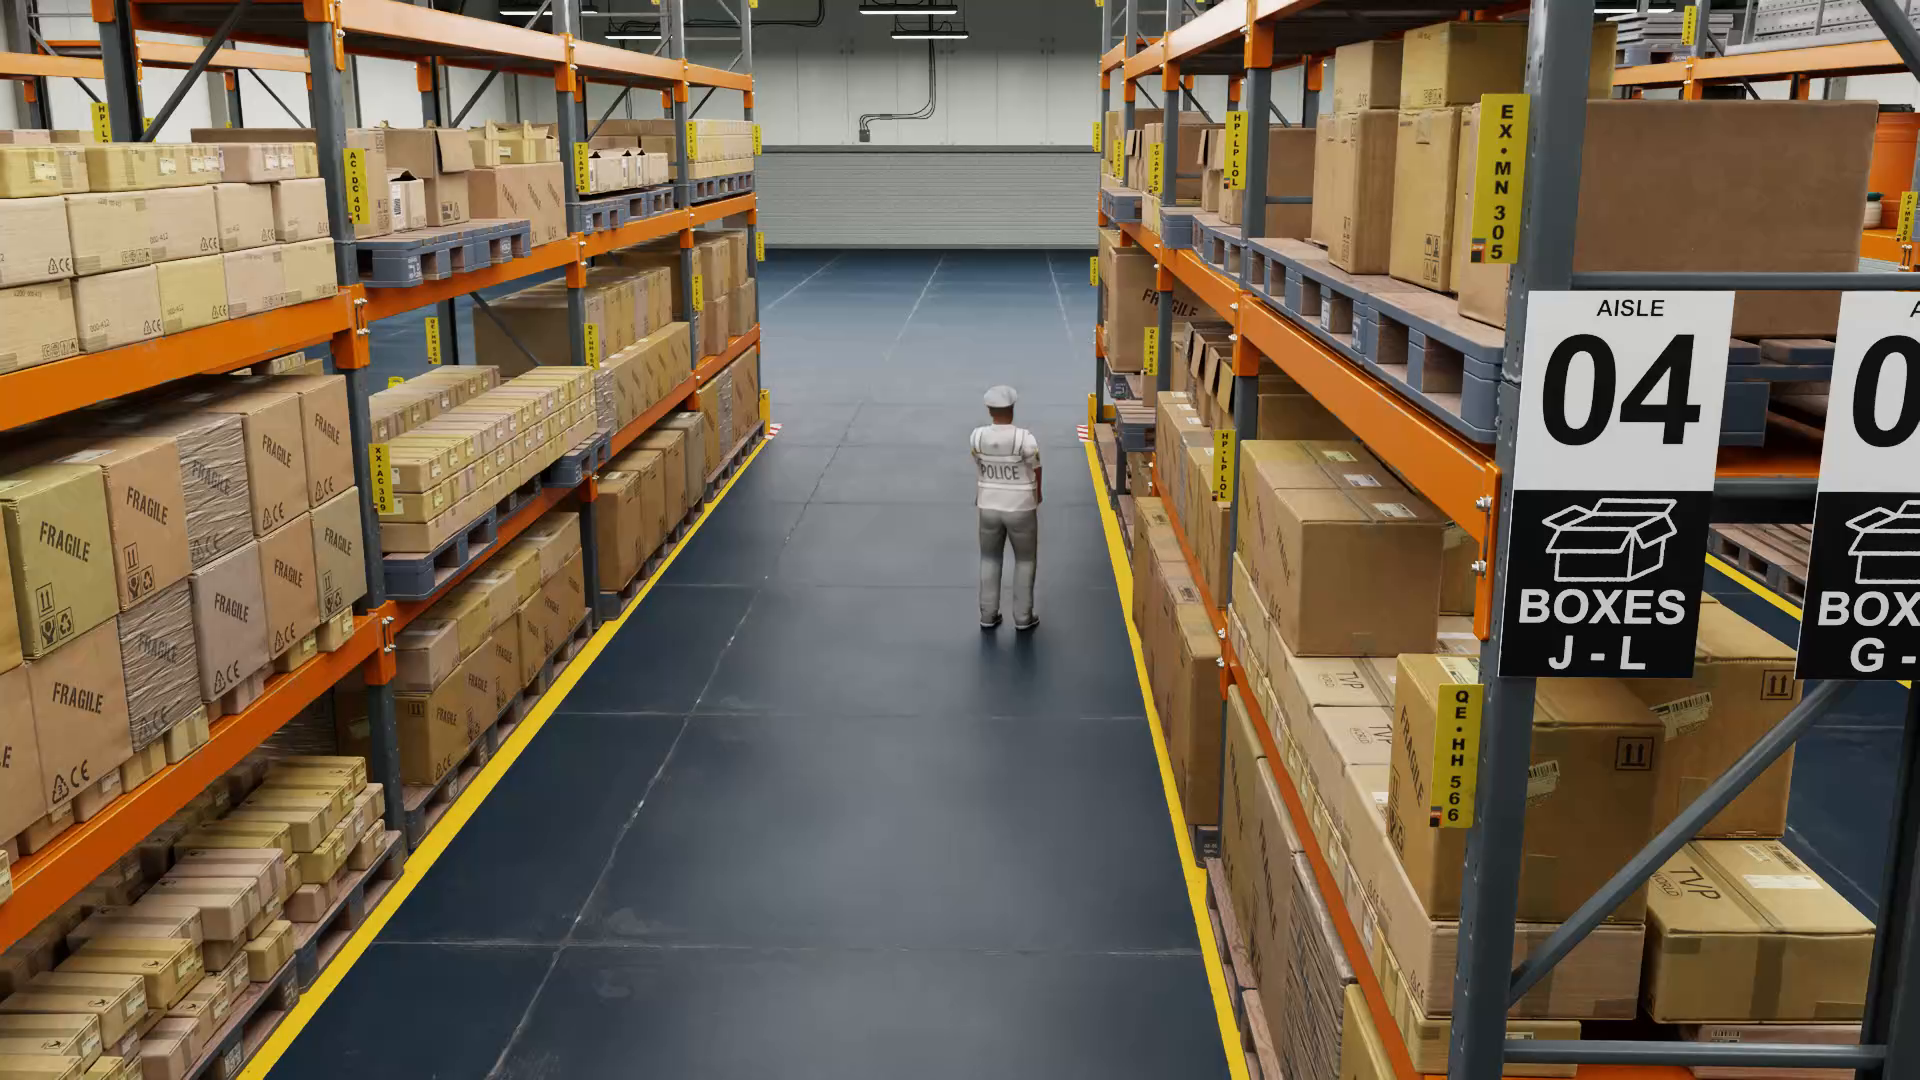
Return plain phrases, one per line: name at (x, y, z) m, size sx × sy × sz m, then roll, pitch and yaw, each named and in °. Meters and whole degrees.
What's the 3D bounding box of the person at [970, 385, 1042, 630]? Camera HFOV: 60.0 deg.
person at (0.352, -0.248, 11.948) m, size 0.494 × 1.768 × 0.571 m, roll 5°, pitch 15°, yaw 19°
